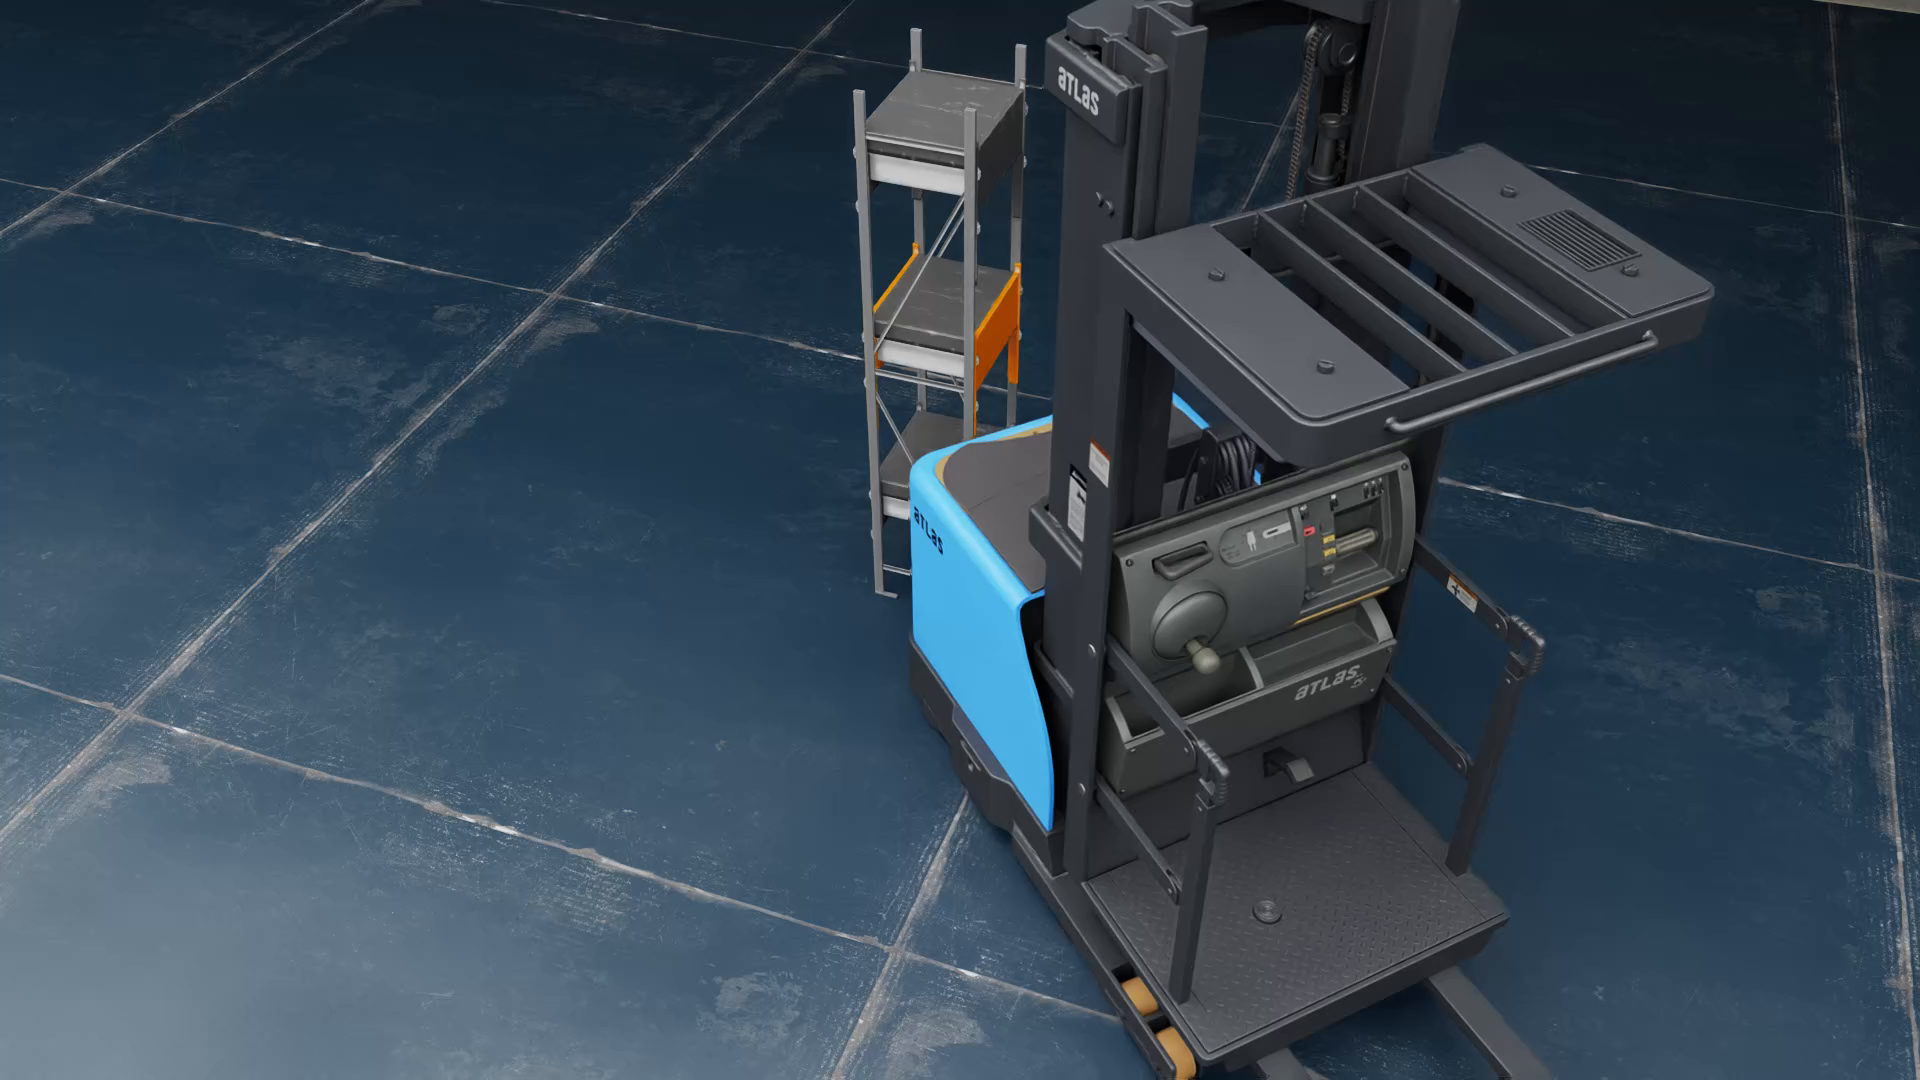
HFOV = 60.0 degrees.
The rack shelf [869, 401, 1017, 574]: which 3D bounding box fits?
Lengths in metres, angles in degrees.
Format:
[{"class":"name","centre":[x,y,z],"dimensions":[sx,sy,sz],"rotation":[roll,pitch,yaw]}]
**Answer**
[{"class":"rack shelf","centre":[-0.057,-0.155,6.413],"dimensions":[0.431,0.518,0.480],"rotation":[13,42,15]}]

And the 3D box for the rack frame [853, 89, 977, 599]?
[{"class":"rack frame","centre":[-0.140,-0.549,5.776],"dimensions":[0.400,2.100,0.015],"rotation":[13,42,15]}]

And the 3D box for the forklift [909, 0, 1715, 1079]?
[{"class":"forklift","centre":[0.936,0.145,4.321],"dimensions":[1.130,2.935,3.031],"rotation":[-18,44,-20]}]

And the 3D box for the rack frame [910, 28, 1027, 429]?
[{"class":"rack frame","centre":[0.027,-0.847,6.125],"dimensions":[0.400,2.100,0.015],"rotation":[13,42,15]}]

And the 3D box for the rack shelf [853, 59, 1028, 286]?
[{"class":"rack shelf","centre":[-0.057,-1.220,5.505],"dimensions":[0.431,0.518,0.480],"rotation":[13,42,15]}]

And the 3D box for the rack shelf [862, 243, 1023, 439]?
[{"class":"rack shelf","centre":[-0.057,-0.687,5.959],"dimensions":[0.431,0.518,0.480],"rotation":[13,42,15]}]

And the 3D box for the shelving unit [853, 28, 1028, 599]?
[{"class":"shelving unit","centre":[-0.057,-0.698,5.950],"dimensions":[0.431,2.100,0.503],"rotation":[13,42,15]}]
